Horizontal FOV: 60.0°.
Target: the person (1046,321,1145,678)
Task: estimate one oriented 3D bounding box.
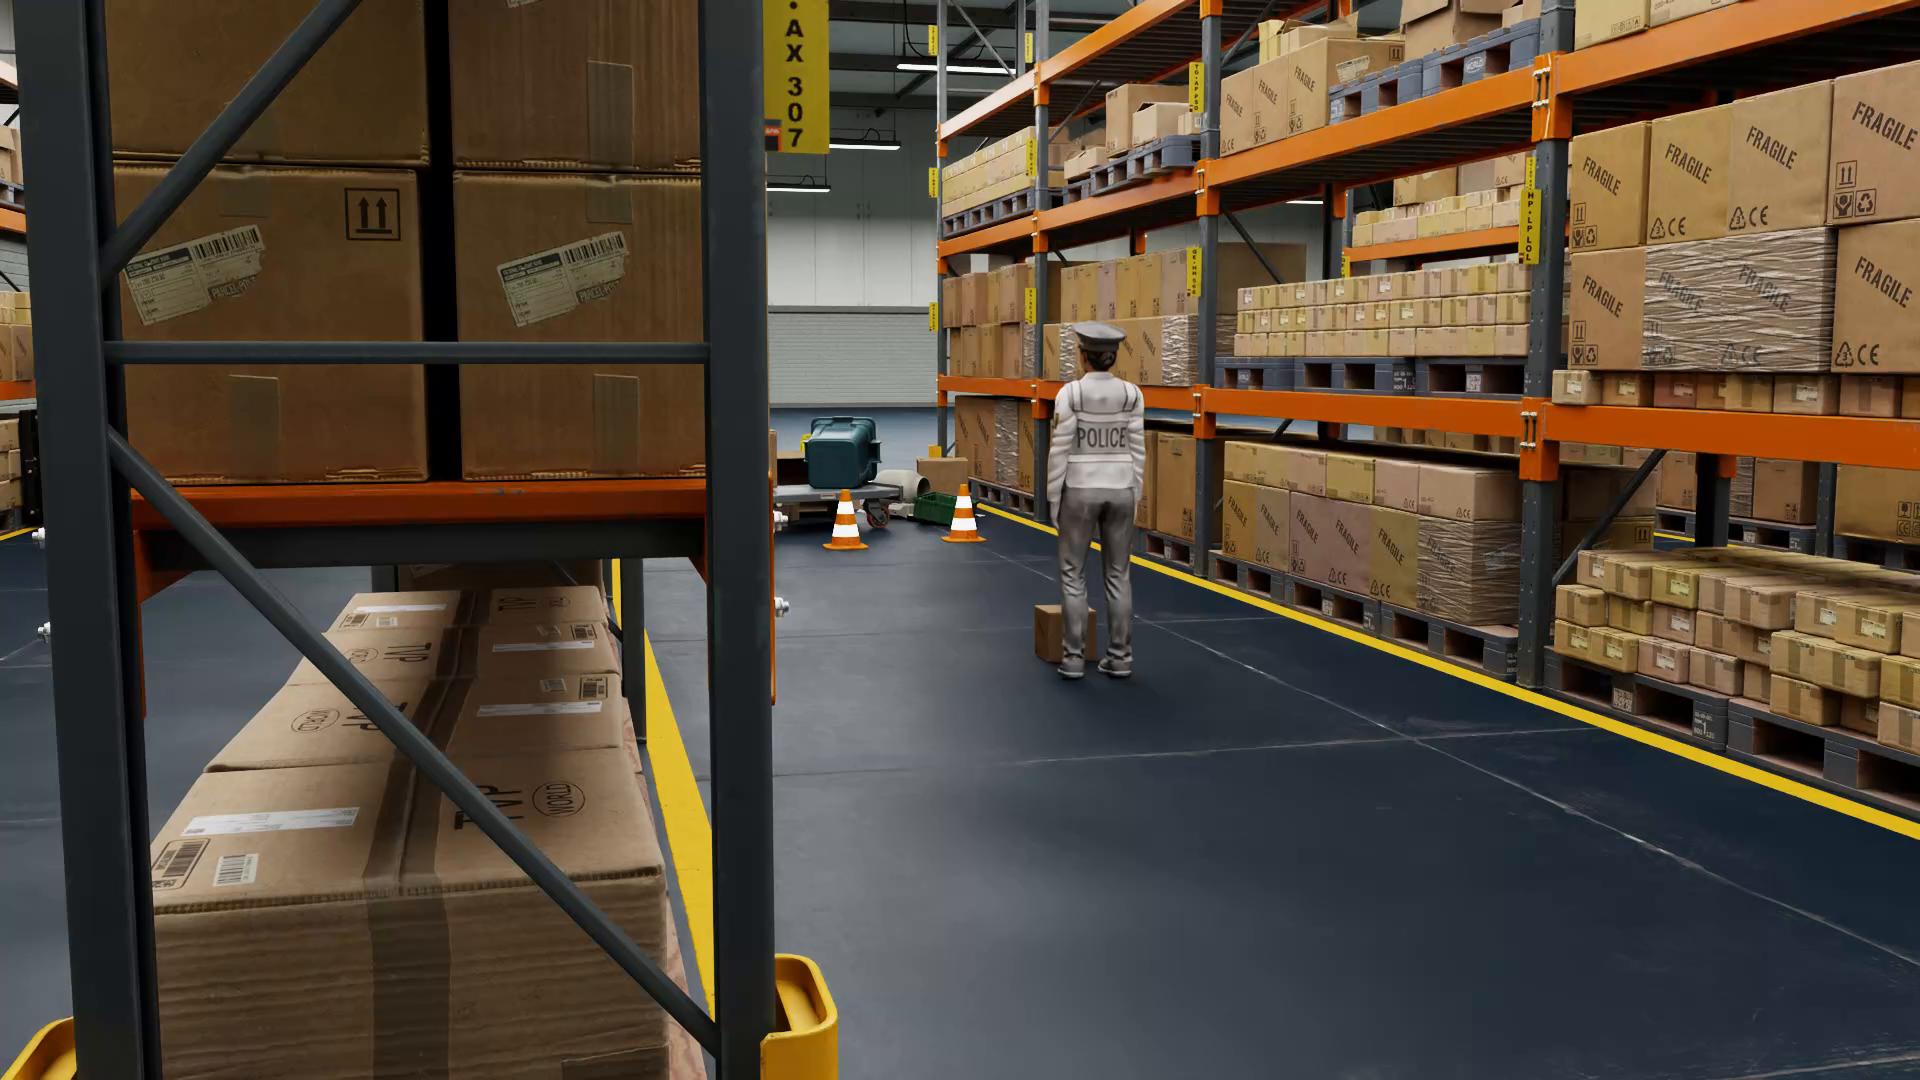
[{"bbox_3d":[0.632,-0.188,7.841,0.465,1.679,0.342,-1,6,-12],"label":"person"}]
